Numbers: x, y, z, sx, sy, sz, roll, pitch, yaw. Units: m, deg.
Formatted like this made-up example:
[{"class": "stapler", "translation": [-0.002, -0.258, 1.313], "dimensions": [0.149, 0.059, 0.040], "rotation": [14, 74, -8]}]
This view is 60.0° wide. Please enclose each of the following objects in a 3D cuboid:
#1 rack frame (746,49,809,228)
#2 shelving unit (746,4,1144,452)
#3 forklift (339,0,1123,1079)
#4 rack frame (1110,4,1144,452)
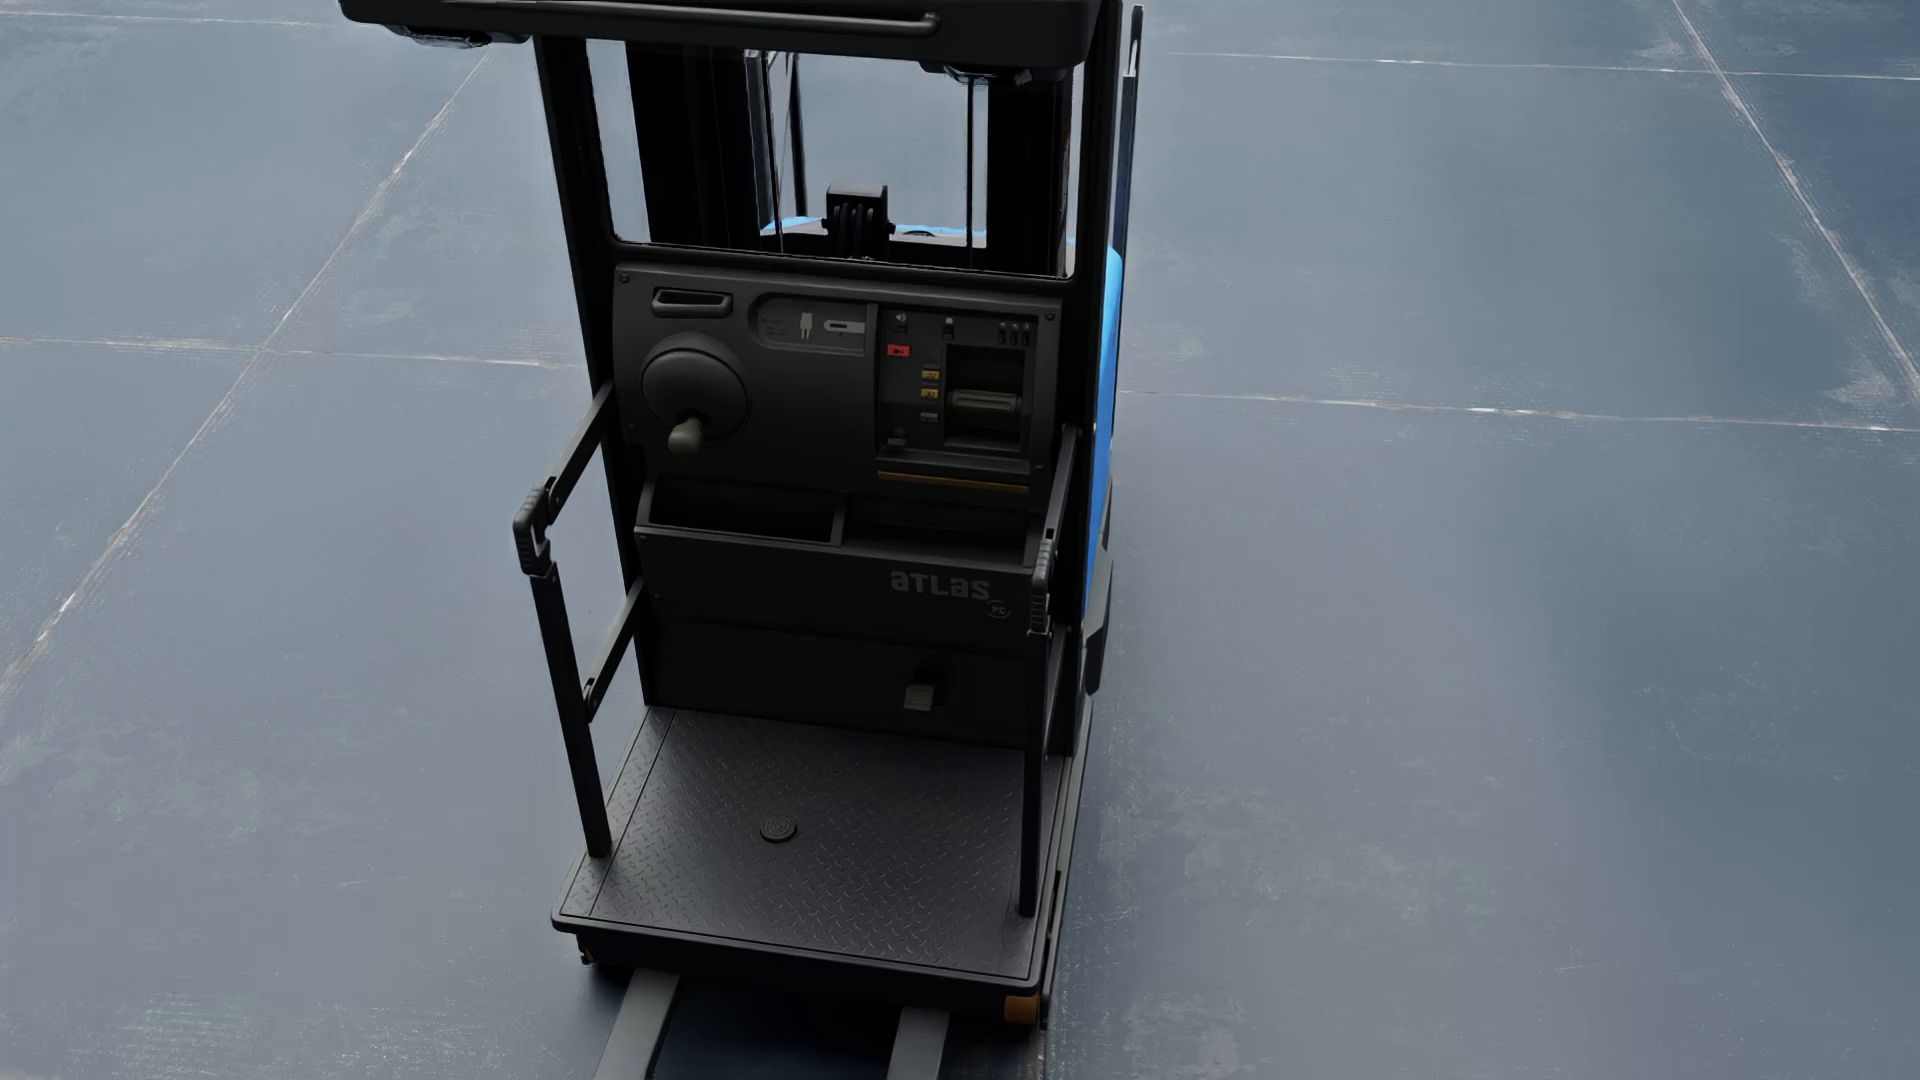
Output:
[{"class": "rack frame", "translation": [-0.530, -0.878, 5.141], "dimensions": [0.032, 1.500, 0.500], "rotation": [5, 39, 6]}, {"class": "shelving unit", "translation": [-0.026, -0.836, 5.089], "dimensions": [1.048, 1.500, 0.538], "rotation": [5, 39, 6]}, {"class": "forklift", "translation": [-0.293, -0.263, 3.252], "dimensions": [1.130, 2.935, 3.031], "rotation": [6, 40, 7]}, {"class": "rack frame", "translation": [0.478, -0.794, 5.037], "dimensions": [0.032, 1.500, 0.500], "rotation": [5, 39, 6]}]
